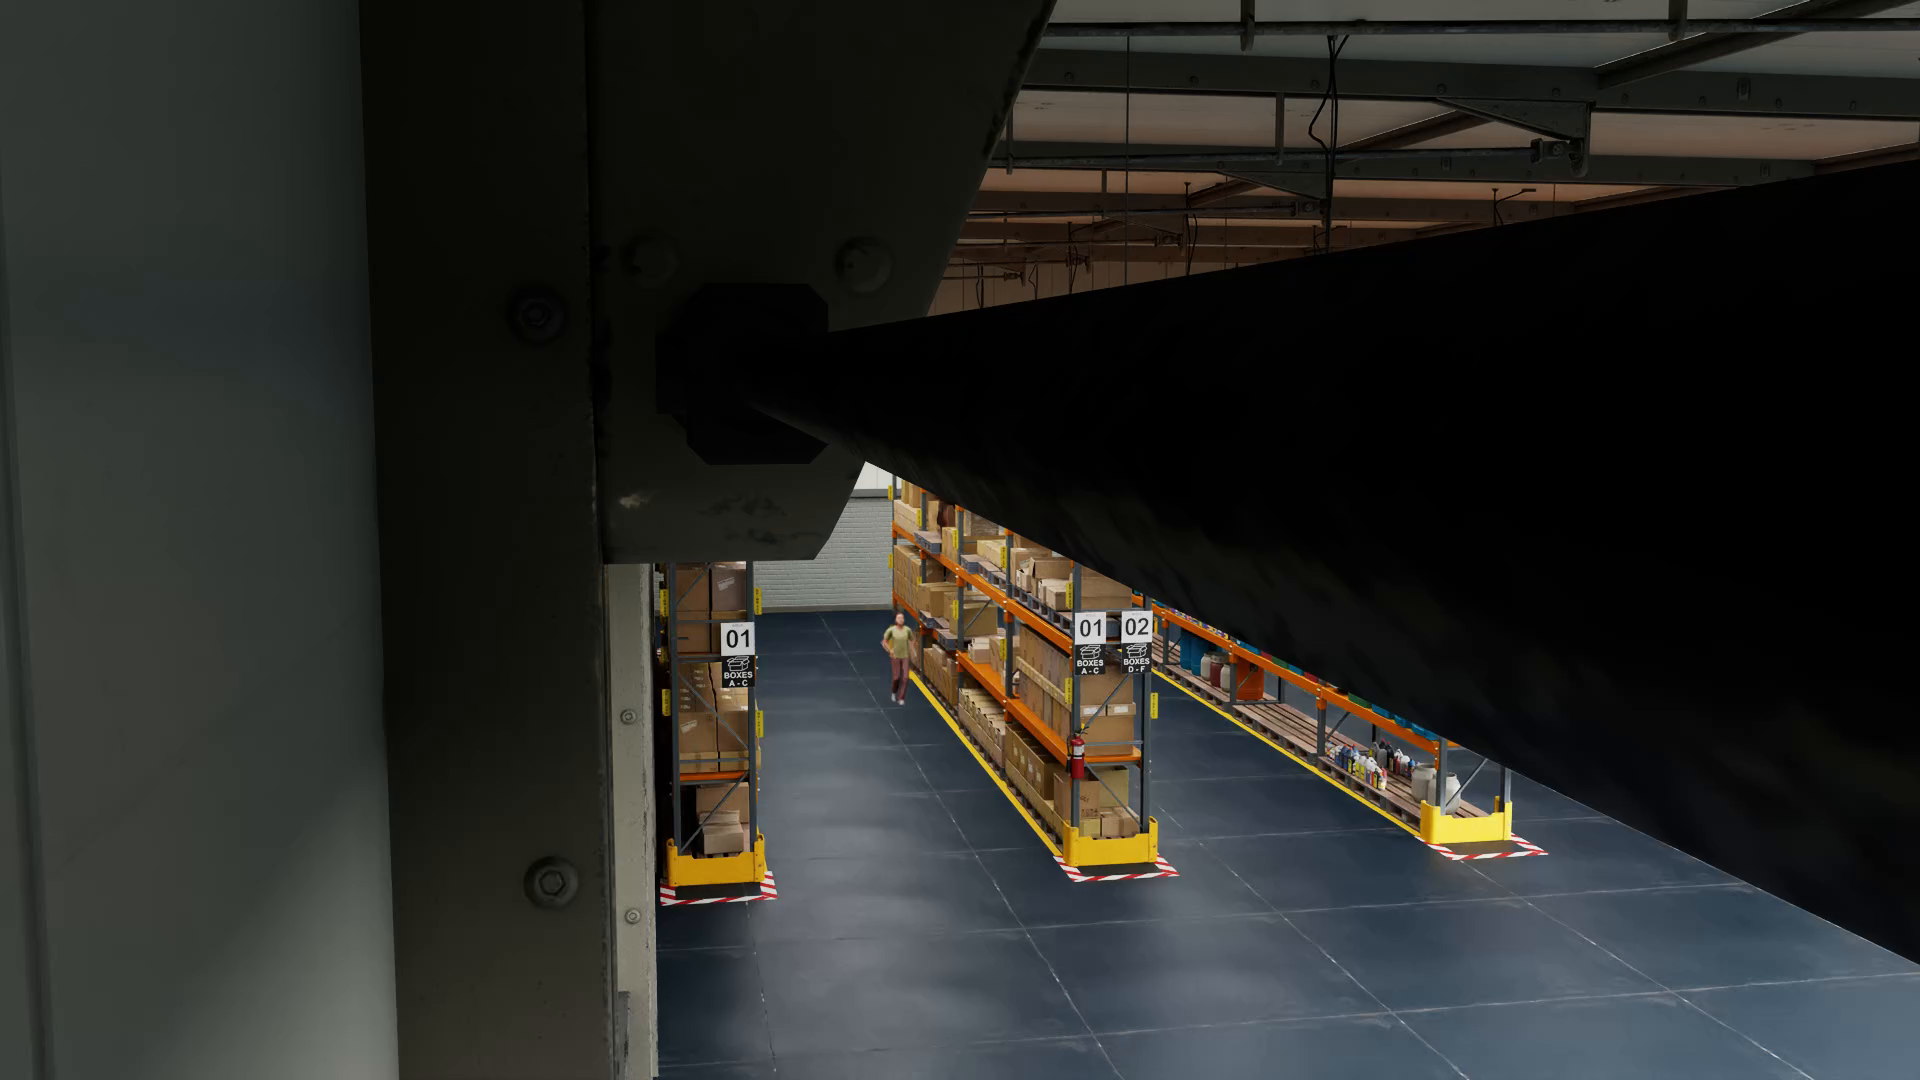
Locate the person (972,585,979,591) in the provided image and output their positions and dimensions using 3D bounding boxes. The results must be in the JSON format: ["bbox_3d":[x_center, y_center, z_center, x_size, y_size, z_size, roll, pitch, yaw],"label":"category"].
[{"bbox_3d":[0.232,1.442,37.430,0.706,1.742,0.713,4,7,30],"label":"person"}]

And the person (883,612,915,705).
[{"bbox_3d":[-1.049,2.071,29.221,0.578,1.631,0.519,-2,6,-14],"label":"person"}]

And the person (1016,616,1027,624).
[{"bbox_3d":[1.465,1.793,34.431,0.541,1.443,0.769,-2,6,-17],"label":"person"}]
